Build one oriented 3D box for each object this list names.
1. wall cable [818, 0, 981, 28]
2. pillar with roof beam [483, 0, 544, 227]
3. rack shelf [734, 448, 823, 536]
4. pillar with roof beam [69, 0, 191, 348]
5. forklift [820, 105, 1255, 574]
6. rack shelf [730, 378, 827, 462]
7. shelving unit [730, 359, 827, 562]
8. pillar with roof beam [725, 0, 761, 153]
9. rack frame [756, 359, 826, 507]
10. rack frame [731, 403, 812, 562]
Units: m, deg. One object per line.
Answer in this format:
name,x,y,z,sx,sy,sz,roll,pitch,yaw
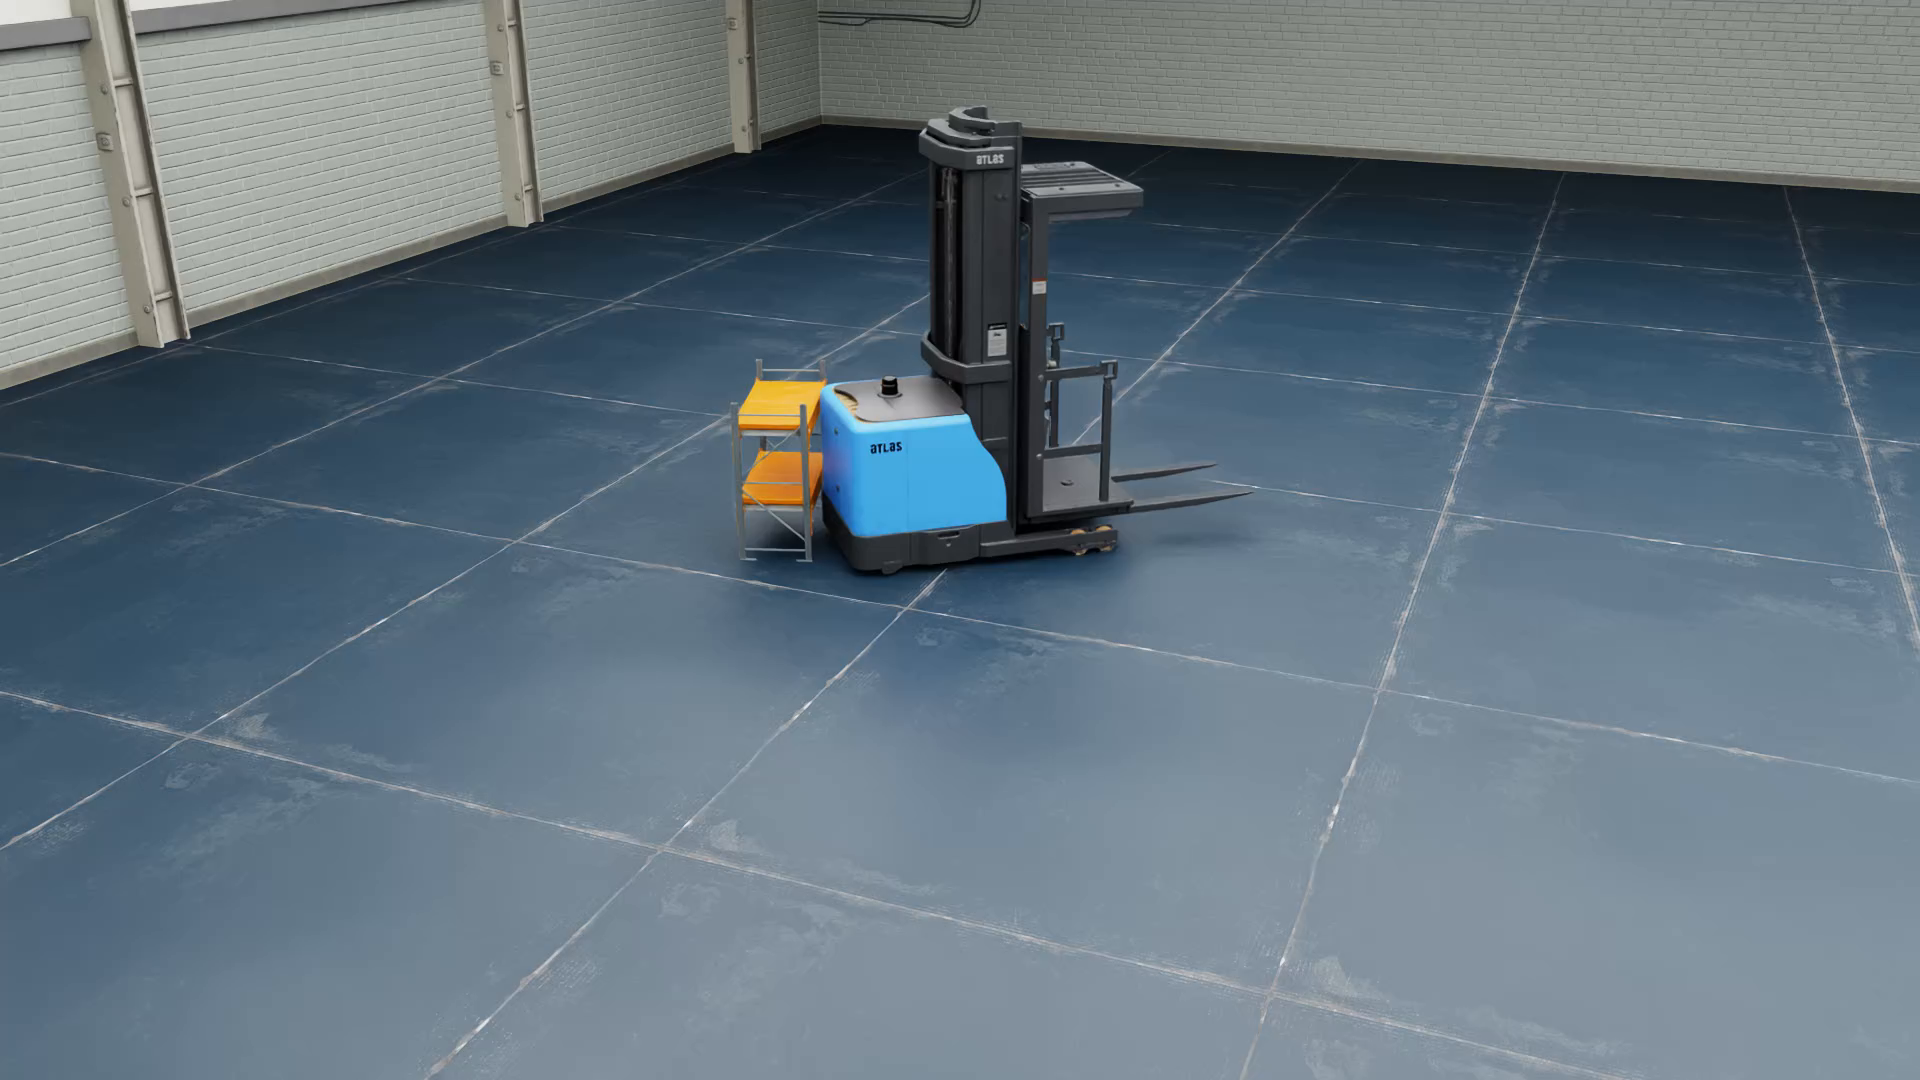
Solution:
wall cable,-1.100,-9.846,27.675,3.097,2.526,0.112,9,24,20
pillar with roof beam,-1.654,-7.650,18.390,9.100,9.000,0.400,9,24,20
rack shelf,-1.239,-0.349,11.761,0.538,0.278,1.000,1,23,3
pillar with roof beam,-3.882,-5.503,13.250,9.100,9.000,0.400,9,24,20
forklift,0.589,-1.442,11.399,3.031,2.935,1.130,-7,24,-16
rack shelf,-1.239,-0.845,11.554,0.538,0.278,1.000,1,23,3
shelving unit,-1.239,-0.575,11.667,0.538,1.125,1.048,1,23,3
pillar with roof beam,0.575,-9.797,23.530,9.100,9.000,0.400,9,24,20
rack frame,-1.214,-0.771,12.135,0.500,1.125,0.032,1,23,3
rack frame,-1.265,-0.379,11.198,0.500,1.125,0.032,1,23,3
